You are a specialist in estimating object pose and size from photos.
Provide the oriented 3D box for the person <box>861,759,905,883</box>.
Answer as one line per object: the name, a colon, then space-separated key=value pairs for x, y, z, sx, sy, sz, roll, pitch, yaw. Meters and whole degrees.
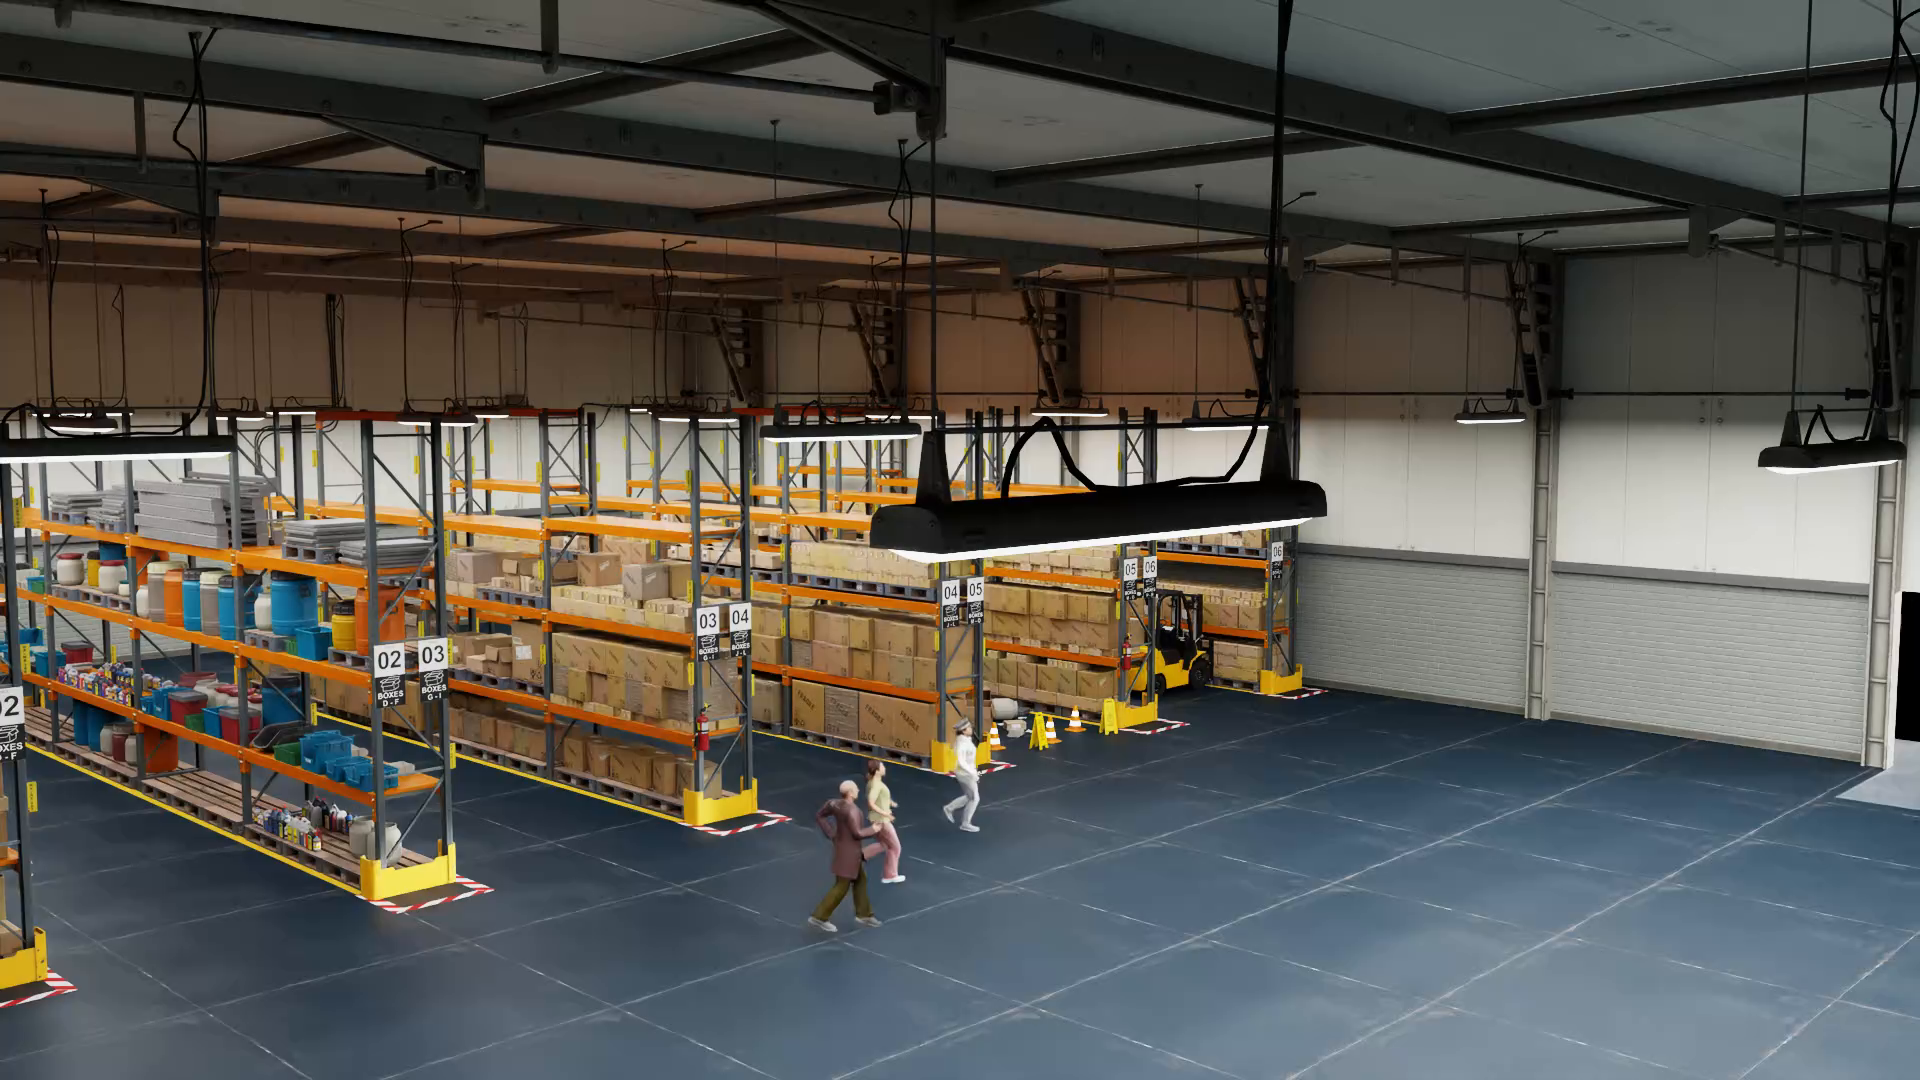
person: x=-1.075 y=3.620 z=21.403 sx=0.752 sy=1.628 sz=0.586 roll=-1 pitch=5 yaw=-13

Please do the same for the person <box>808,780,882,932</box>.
person: x=-1.328 y=3.710 z=19.413 sx=0.950 sy=1.825 sz=0.696 roll=-2 pitch=5 yaw=-20

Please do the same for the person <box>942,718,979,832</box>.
person: x=0.023 y=3.385 z=24.024 sx=0.518 sy=1.673 sz=0.616 roll=-1 pitch=5 yaw=-6
